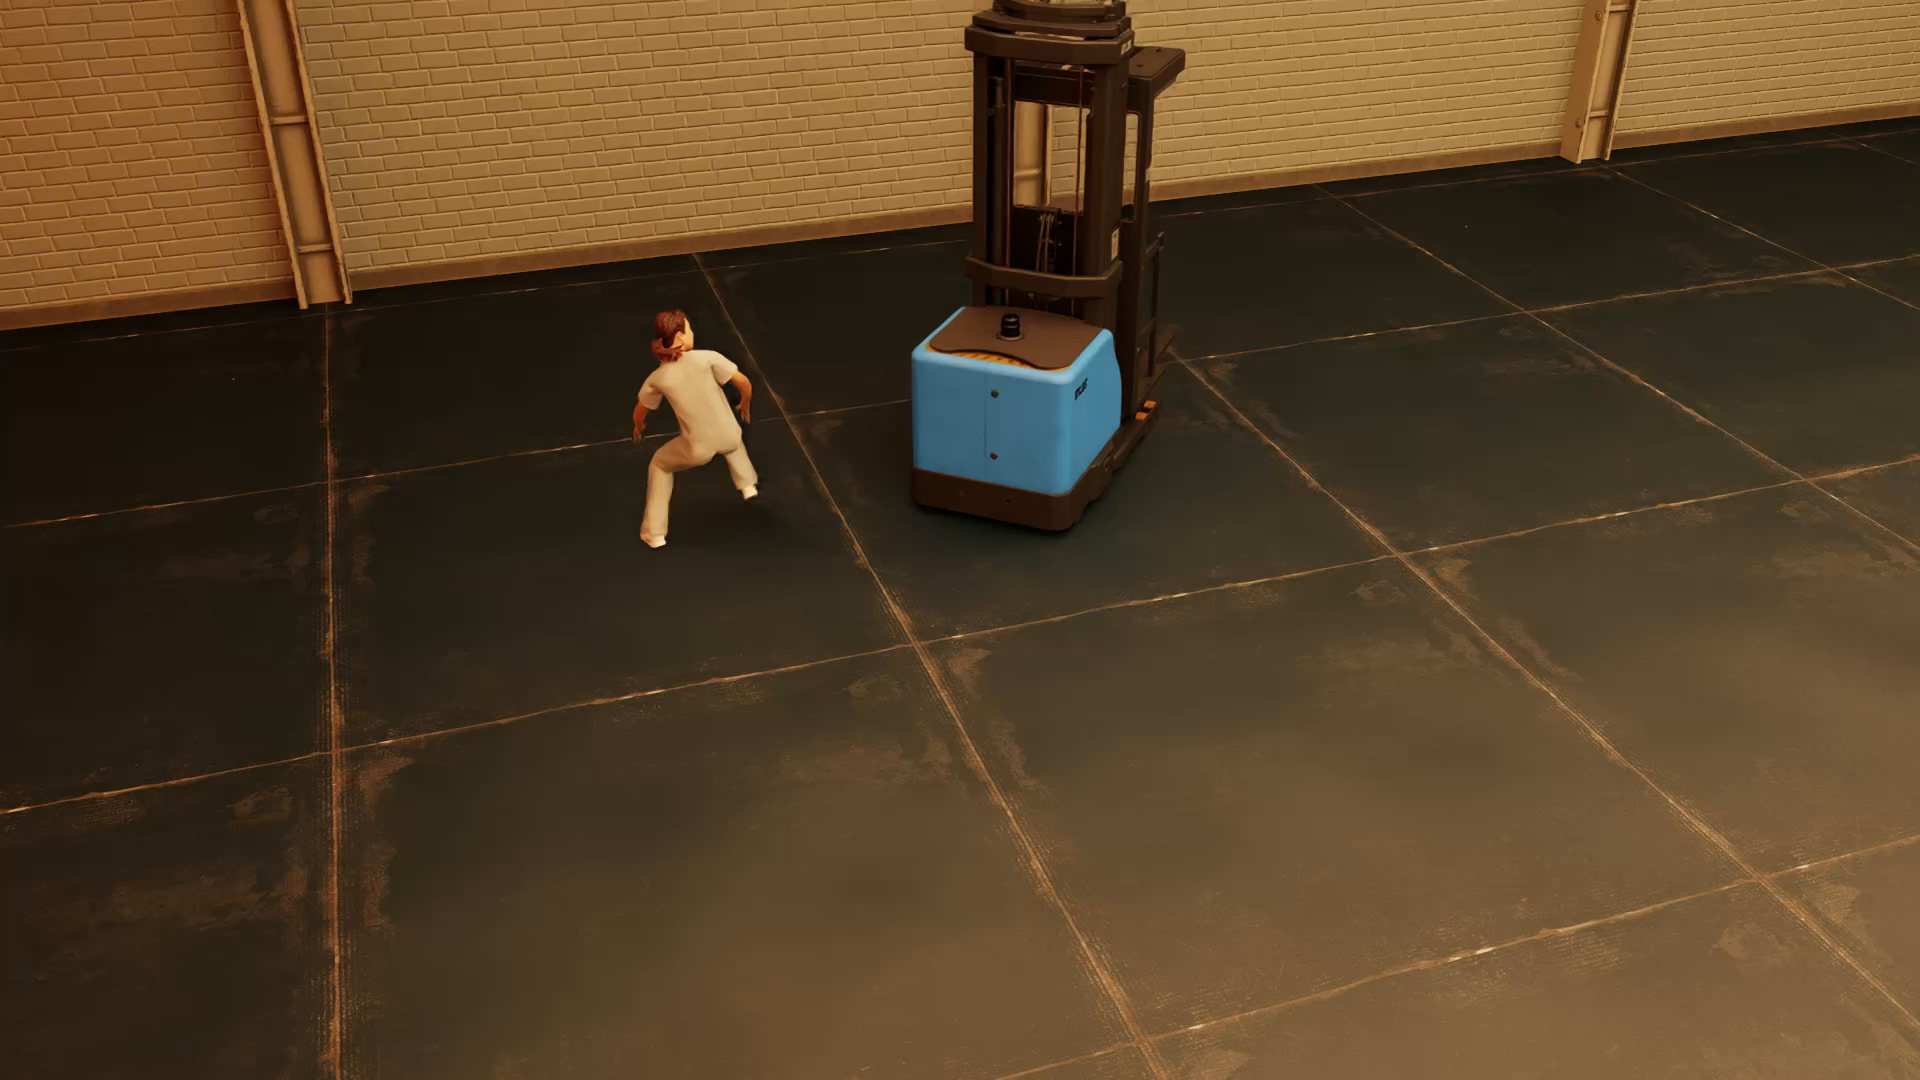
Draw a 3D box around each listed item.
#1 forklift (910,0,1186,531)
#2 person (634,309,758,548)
[{"bbox_3d":[0.733,-2.043,10.637,1.130,2.935,3.031,12,32,20],"label":"forklift"},{"bbox_3d":[-1.577,-0.669,9.816,0.764,1.447,0.598,-9,31,-16],"label":"person"}]
